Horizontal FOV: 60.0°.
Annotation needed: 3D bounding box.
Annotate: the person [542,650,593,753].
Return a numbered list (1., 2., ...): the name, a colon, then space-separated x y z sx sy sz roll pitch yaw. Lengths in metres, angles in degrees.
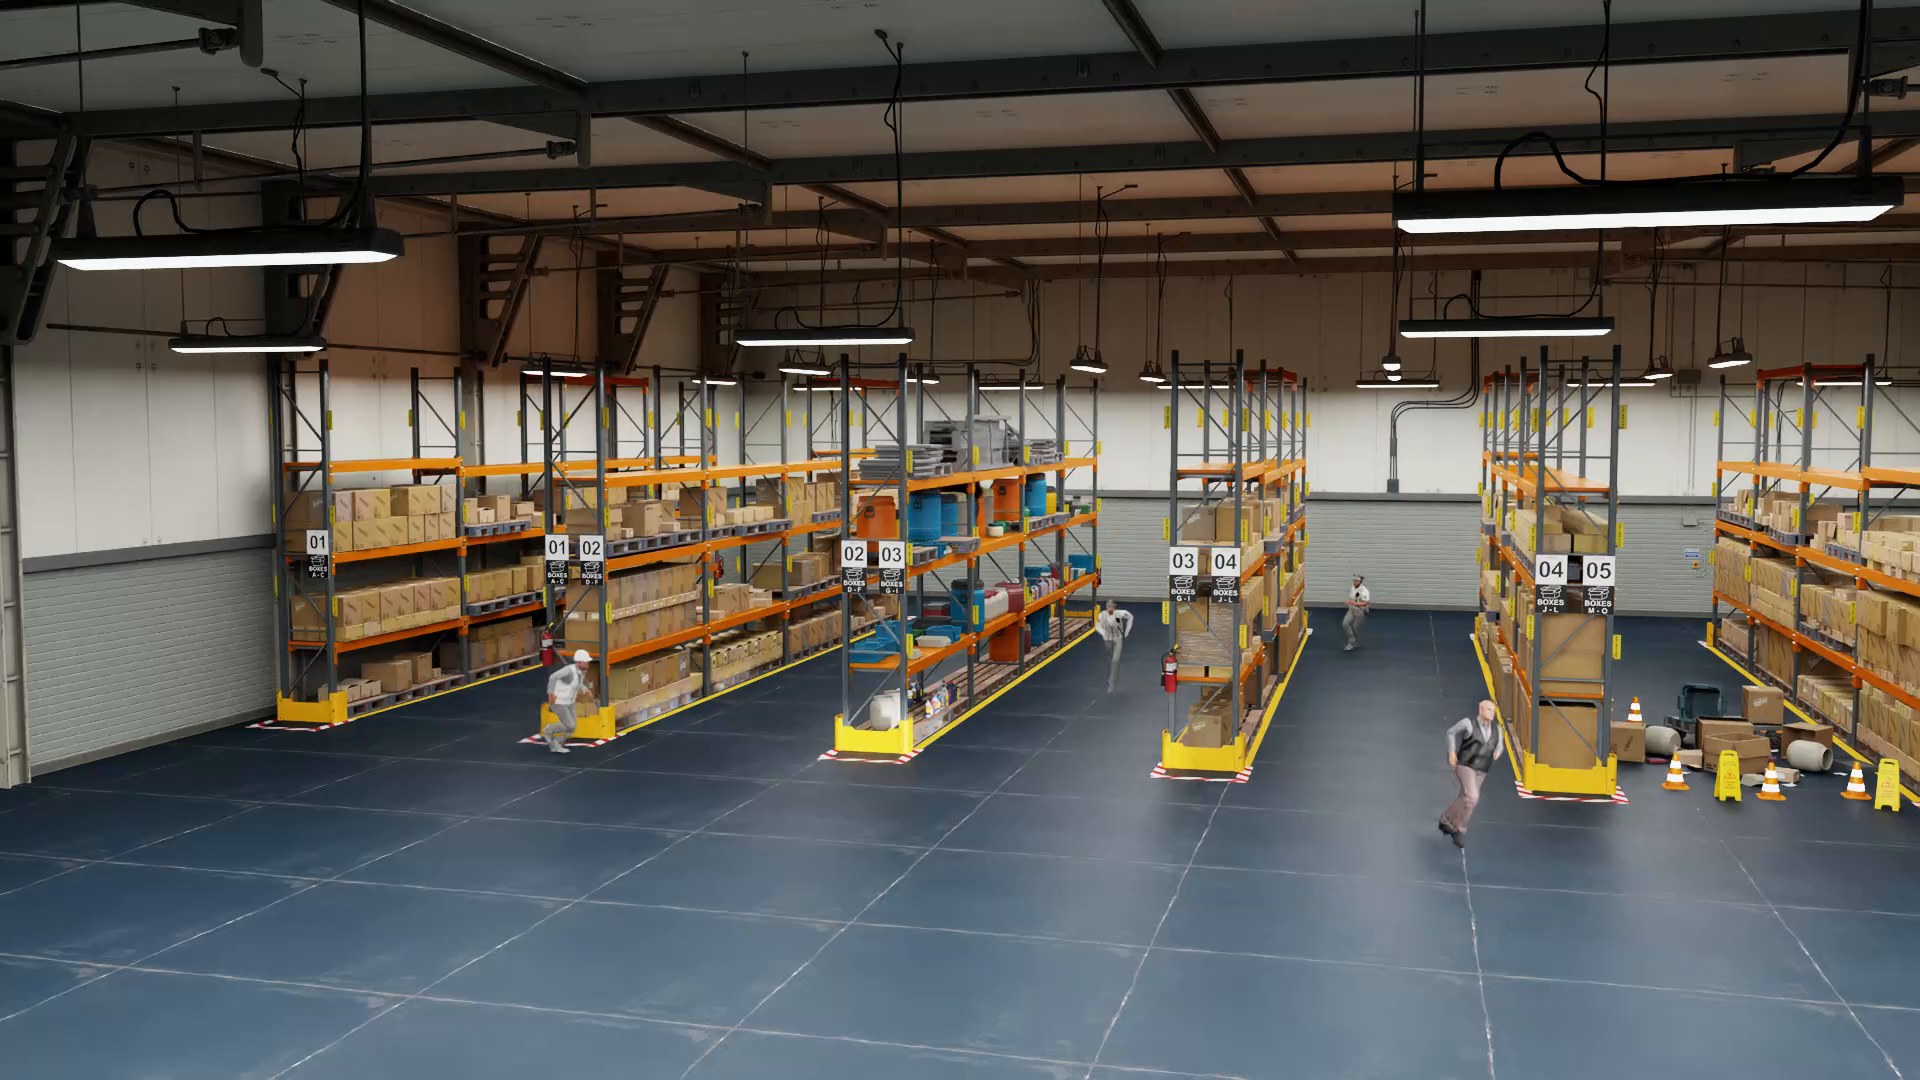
1. person: -5.892 2.427 24.881 0.856 1.590 0.685 2 4 21

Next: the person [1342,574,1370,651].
1. person: 8.570 1.556 36.068 0.727 1.683 0.814 -4 6 -44

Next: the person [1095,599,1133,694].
1. person: 2.728 1.837 29.456 0.663 1.671 0.900 1 4 9

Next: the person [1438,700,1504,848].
1. person: 6.040 2.725 19.727 0.785 1.670 0.798 -2 4 -22
